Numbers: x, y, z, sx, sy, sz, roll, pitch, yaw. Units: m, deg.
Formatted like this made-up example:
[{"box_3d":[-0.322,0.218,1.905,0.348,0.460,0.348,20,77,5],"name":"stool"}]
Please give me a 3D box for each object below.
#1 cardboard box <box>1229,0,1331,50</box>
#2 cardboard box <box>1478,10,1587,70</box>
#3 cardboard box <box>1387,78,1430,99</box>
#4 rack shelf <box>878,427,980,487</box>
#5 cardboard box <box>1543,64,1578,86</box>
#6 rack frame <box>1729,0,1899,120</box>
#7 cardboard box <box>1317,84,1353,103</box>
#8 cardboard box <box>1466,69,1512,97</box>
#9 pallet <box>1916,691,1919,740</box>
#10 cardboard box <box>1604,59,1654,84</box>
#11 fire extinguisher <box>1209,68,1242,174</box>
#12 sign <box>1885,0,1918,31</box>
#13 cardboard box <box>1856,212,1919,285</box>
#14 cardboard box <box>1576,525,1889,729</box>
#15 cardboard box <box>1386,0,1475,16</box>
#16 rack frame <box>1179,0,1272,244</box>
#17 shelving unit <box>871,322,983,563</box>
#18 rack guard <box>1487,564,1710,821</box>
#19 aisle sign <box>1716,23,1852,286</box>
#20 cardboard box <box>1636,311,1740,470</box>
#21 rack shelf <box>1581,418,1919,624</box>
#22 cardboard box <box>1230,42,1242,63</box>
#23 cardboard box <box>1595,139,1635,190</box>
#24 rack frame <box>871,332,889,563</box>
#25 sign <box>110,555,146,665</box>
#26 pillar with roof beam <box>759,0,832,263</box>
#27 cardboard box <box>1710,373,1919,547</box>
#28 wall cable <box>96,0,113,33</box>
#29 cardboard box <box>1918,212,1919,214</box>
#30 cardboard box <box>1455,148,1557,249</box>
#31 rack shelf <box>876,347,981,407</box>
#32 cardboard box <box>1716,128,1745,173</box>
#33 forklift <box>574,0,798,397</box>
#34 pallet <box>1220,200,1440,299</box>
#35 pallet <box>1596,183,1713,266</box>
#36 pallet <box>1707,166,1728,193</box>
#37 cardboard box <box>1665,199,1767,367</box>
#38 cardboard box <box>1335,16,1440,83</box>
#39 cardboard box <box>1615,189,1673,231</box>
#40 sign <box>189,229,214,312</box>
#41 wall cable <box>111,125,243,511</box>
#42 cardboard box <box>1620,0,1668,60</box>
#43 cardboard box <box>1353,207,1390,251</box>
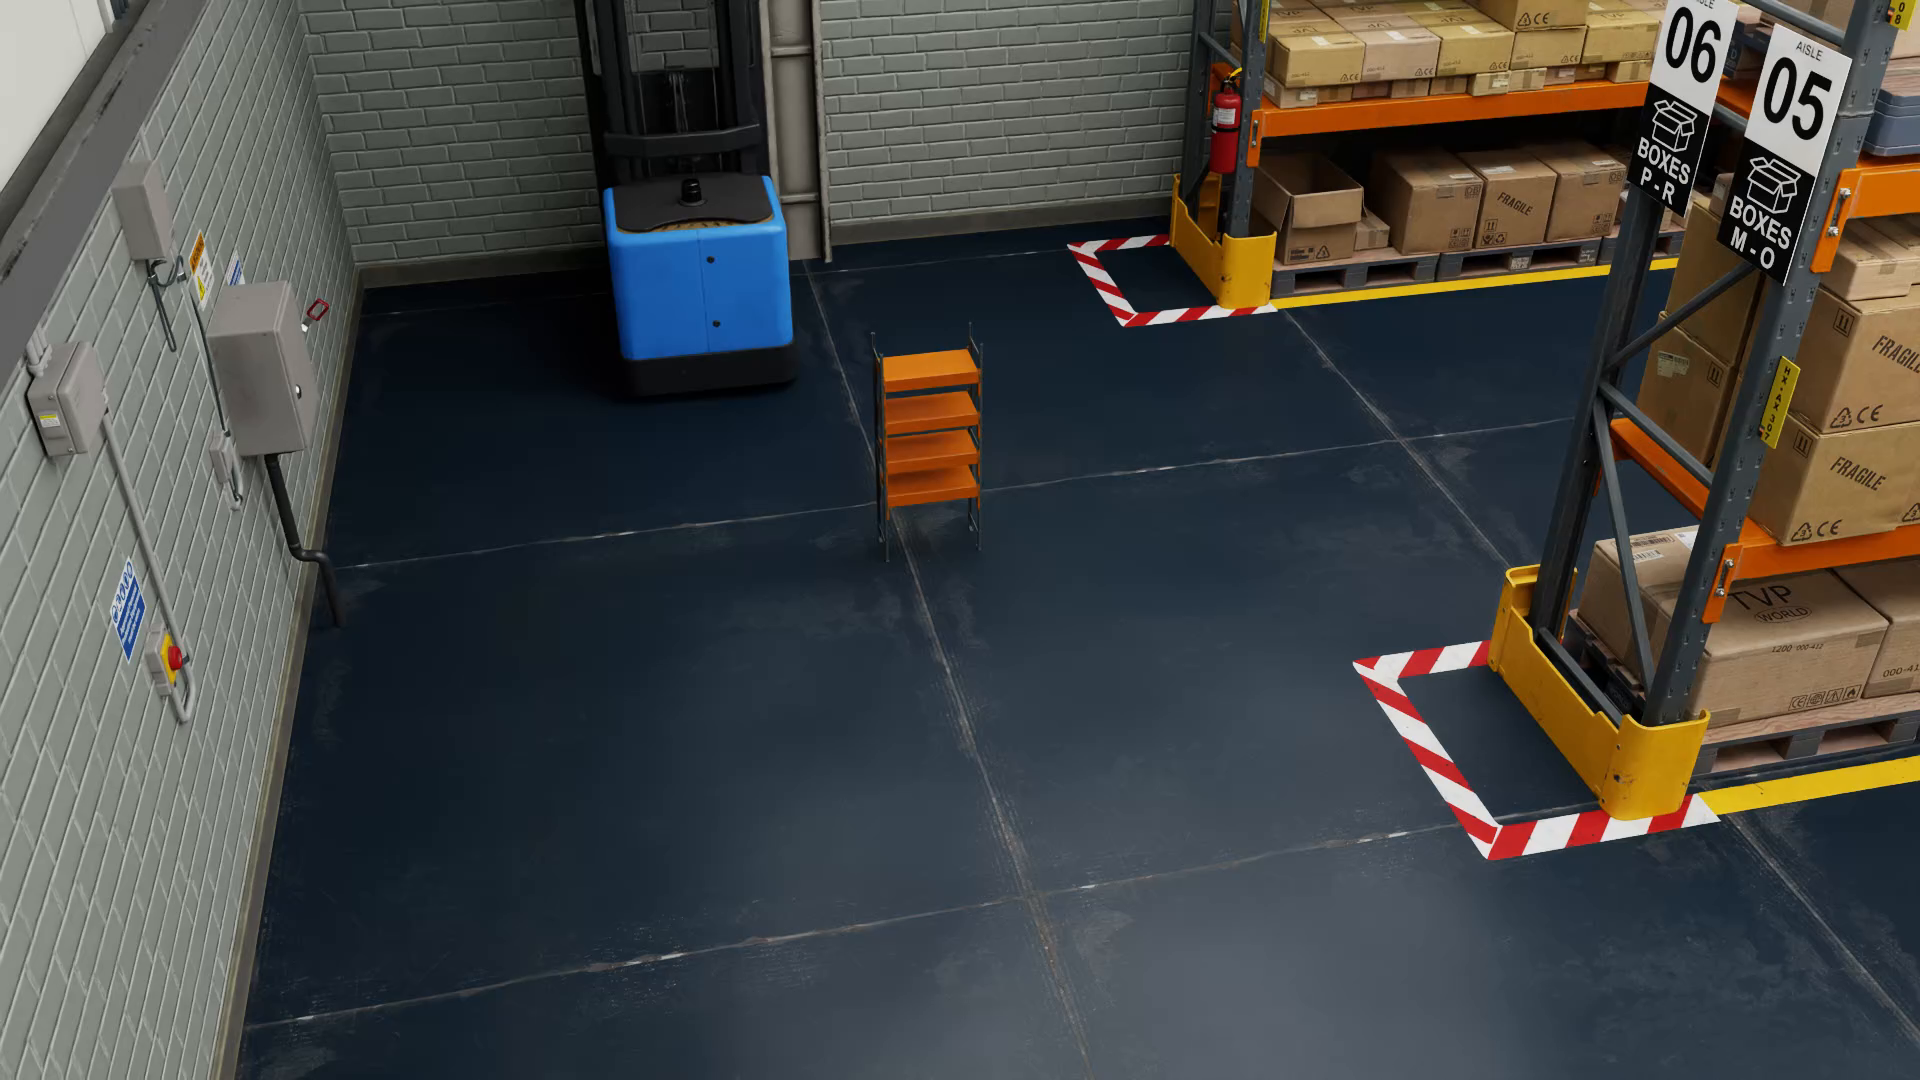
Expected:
[{"box_3d":[2.098,-3.358,10.930,0.500,0.250,0.500,-6,34,-9],"name":"cardboard box"},{"box_3d":[3.689,-3.267,10.795,0.500,0.250,0.500,-8,35,-12],"name":"cardboard box"},{"box_3d":[2.835,-2.989,10.737,0.250,0.149,0.380,-6,34,-9],"name":"cardboard box"},{"box_3d":[-0.161,-0.422,8.423,0.480,0.148,0.258,-7,35,-11],"name":"rack shelf"},{"box_3d":[3.845,-3.127,10.944,0.250,0.149,0.380,-7,35,-11],"name":"cardboard box"},{"box_3d":[2.806,-2.890,4.981,0.127,3.000,1.000,-7,35,-11],"name":"rack frame"},{"box_3d":[2.327,-2.940,10.664,0.250,0.149,0.380,-6,34,-9],"name":"cardboard box"},{"box_3d":[3.356,-3.015,10.776,0.250,0.149,0.380,-8,35,-12],"name":"cardboard box"},{"box_3d":[4.756,0.470,7.860,1.213,0.211,1.003,-7,35,-11],"name":"pallet"},{"box_3d":[4.352,-3.154,10.984,0.250,0.149,0.380,-8,35,-11],"name":"cardboard box"},{"box_3d":[1.666,-2.640,10.396,0.183,0.674,0.296,-7,35,-11],"name":"fire extinguisher"},{"box_3d":[2.923,-1.738,5.101,0.005,0.325,0.100,-7,35,-11],"name":"sign"},{"box_3d":[3.453,-1.089,6.112,0.250,0.149,0.380,-6,34,-9],"name":"cardboard box"},{"box_3d":[3.428,0.355,7.451,0.875,0.438,0.875,-8,35,-12],"name":"cardboard box"},{"box_3d":[3.085,-3.479,11.111,0.500,0.250,0.500,-6,34,-9],"name":"cardboard box"},{"box_3d":[1.708,-3.096,10.672,0.127,3.000,1.000,-7,35,-11],"name":"rack frame"},{"box_3d":[-0.161,-0.478,8.385,0.503,1.200,0.258,-7,35,-11],"name":"shelving unit"},{"box_3d":[2.783,0.642,7.345,0.348,0.500,1.175,-7,35,-11],"name":"rack guard"},{"box_3d":[2.800,-1.312,5.680,0.004,0.787,0.394,-7,35,-11],"name":"aisle sign"},{"box_3d":[3.218,-0.644,6.927,0.500,0.500,0.500,-7,34,-10],"name":"cardboard box"},{"box_3d":[4.757,-0.346,7.219,4.000,0.370,1.077,-7,35,-11],"name":"rack shelf"},{"box_3d":[1.972,-3.179,11.020,0.250,0.149,0.380,-8,35,-11],"name":"cardboard box"},{"box_3d":[4.912,-2.693,12.107,0.500,0.311,0.500,-6,34,-9],"name":"cardboard box"},{"box_3d":[-0.399,-0.448,8.341,0.015,1.200,0.240,-7,35,-11],"name":"rack frame"},{"box_3d":[-2.738,0.228,5.475,0.001,0.218,0.327,-7,35,-11],"name":"sign"},{"box_3d":[-0.171,-3.406,5.750,0.400,9.000,9.100,-7,35,-11],"name":"pillar with roof beam"},{"box_3d":[3.338,-0.343,6.480,0.500,0.500,0.500,-7,35,-11],"name":"cardboard box"},{"box_3d":[-2.843,-2.447,4.320,0.029,3.000,2.355,-7,35,-11],"name":"wall cable"},{"box_3d":[3.588,-1.400,6.575,0.250,0.149,0.380,-8,35,-11],"name":"cardboard box"},{"box_3d":[3.705,-2.351,11.428,0.500,0.500,0.500,-7,34,-10],"name":"cardboard box"},{"box_3d":[-0.161,-0.804,8.166,0.480,0.148,0.258,-7,35,-11],"name":"rack shelf"},{"box_3d":[6.023,-2.945,12.314,0.500,0.500,0.500,-7,35,-11],"name":"cardboard box"},{"box_3d":[-1.799,-2.885,10.419,1.130,2.935,3.031,-7,34,-10],"name":"forklift"},{"box_3d":[2.559,-2.046,11.610,1.213,0.211,1.003,-7,35,-11],"name":"pallet"},{"box_3d":[4.939,-2.346,12.057,1.213,0.211,1.003,-7,35,-11],"name":"pallet"},{"box_3d":[6.394,-2.551,12.361,1.213,0.211,1.003,-7,35,-11],"name":"pallet"},{"box_3d":[3.224,-1.044,6.627,0.500,0.500,0.500,-6,34,-9],"name":"cardboard box"},{"box_3d":[2.701,-3.129,10.588,0.500,0.250,0.500,-7,34,-10],"name":"cardboard box"},{"box_3d":[4.782,-2.355,11.644,0.258,0.266,0.396,-6,34,-9],"name":"cardboard box"},{"box_3d":[-3.199,-1.140,7.016,0.001,0.242,0.339,-7,35,-11],"name":"sign"},{"box_3d":[-3.013,-0.884,6.464,0.122,1.984,0.588,-7,35,-11],"name":"wall cable"},{"box_3d":[4.681,-3.384,10.969,0.500,0.250,0.500,-7,35,-10],"name":"cardboard box"},{"box_3d":[2.748,-2.142,11.431,0.250,0.149,0.380,-9,35,-12],"name":"cardboard box"}]
